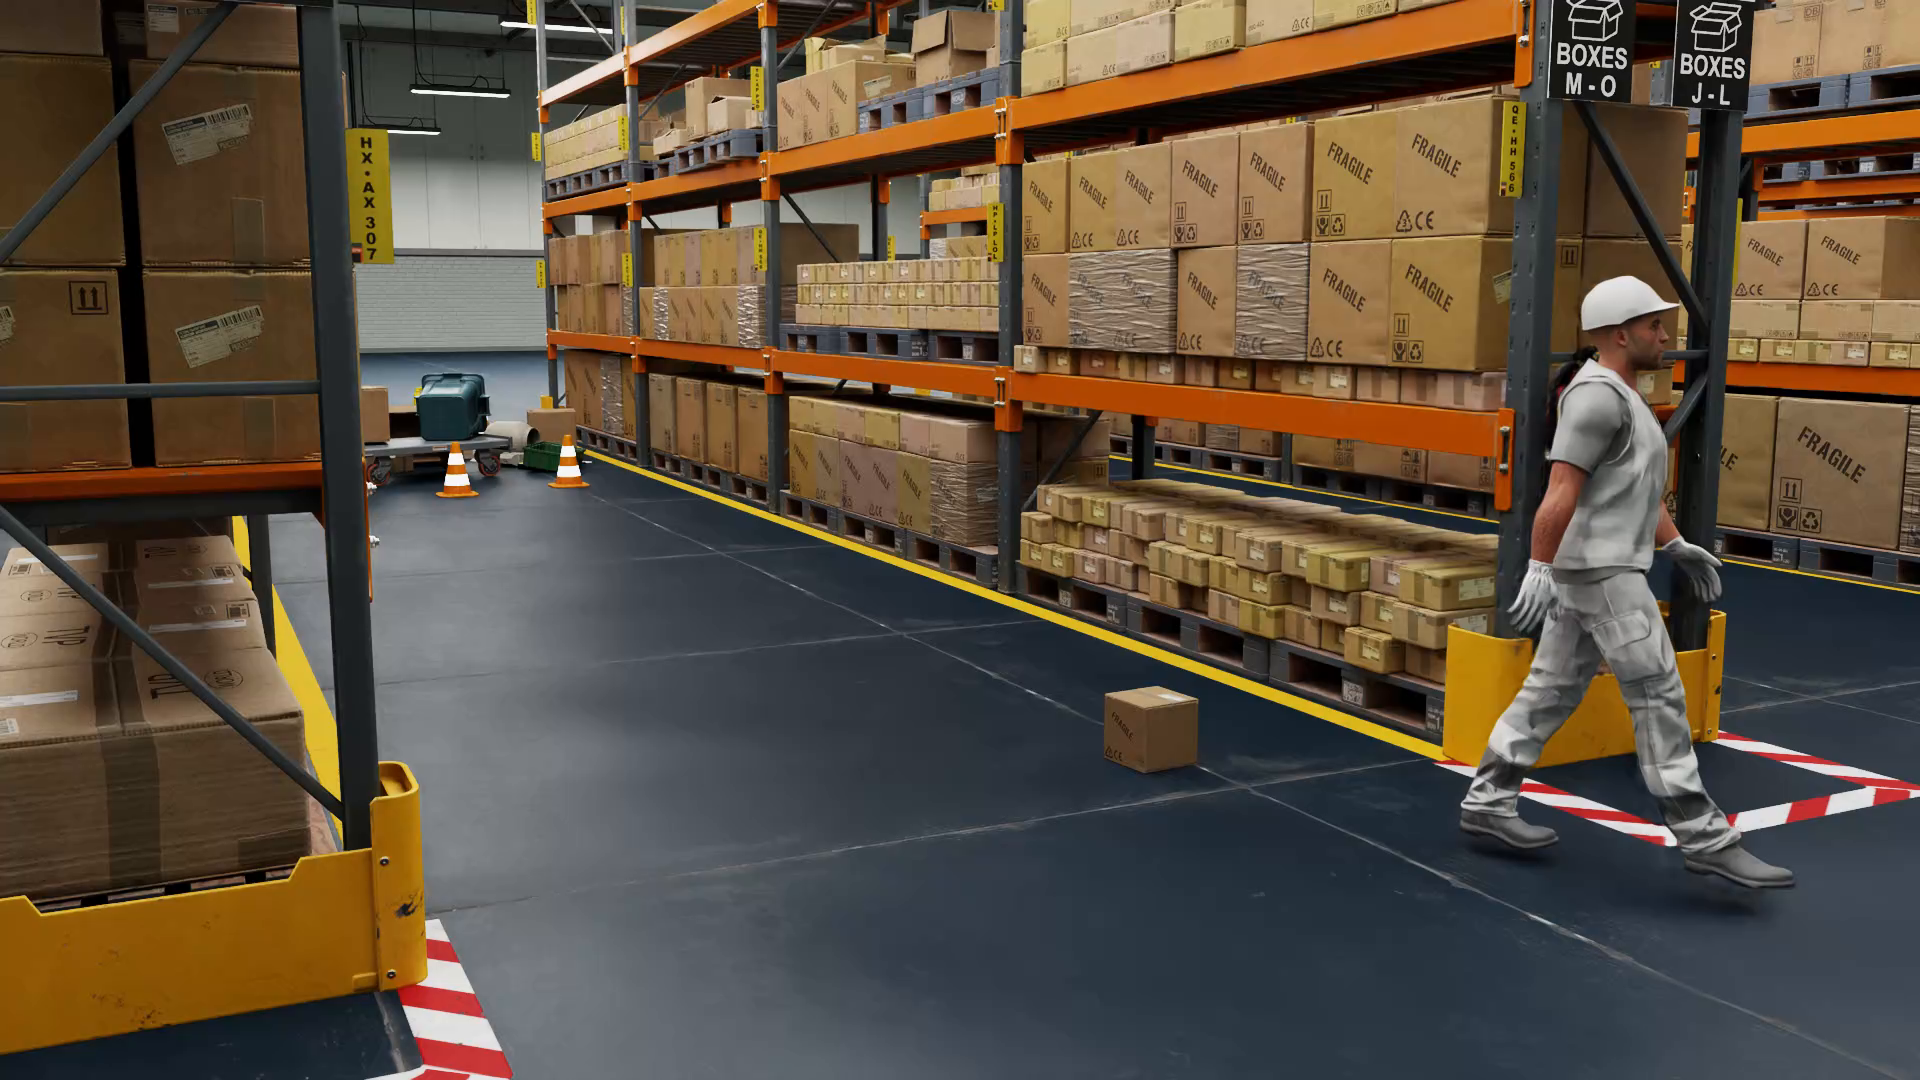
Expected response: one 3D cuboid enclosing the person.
[{"bbox_3d":[2.004,0.100,4.928,0.948,1.745,0.637,4,9,25],"label":"person"}]
